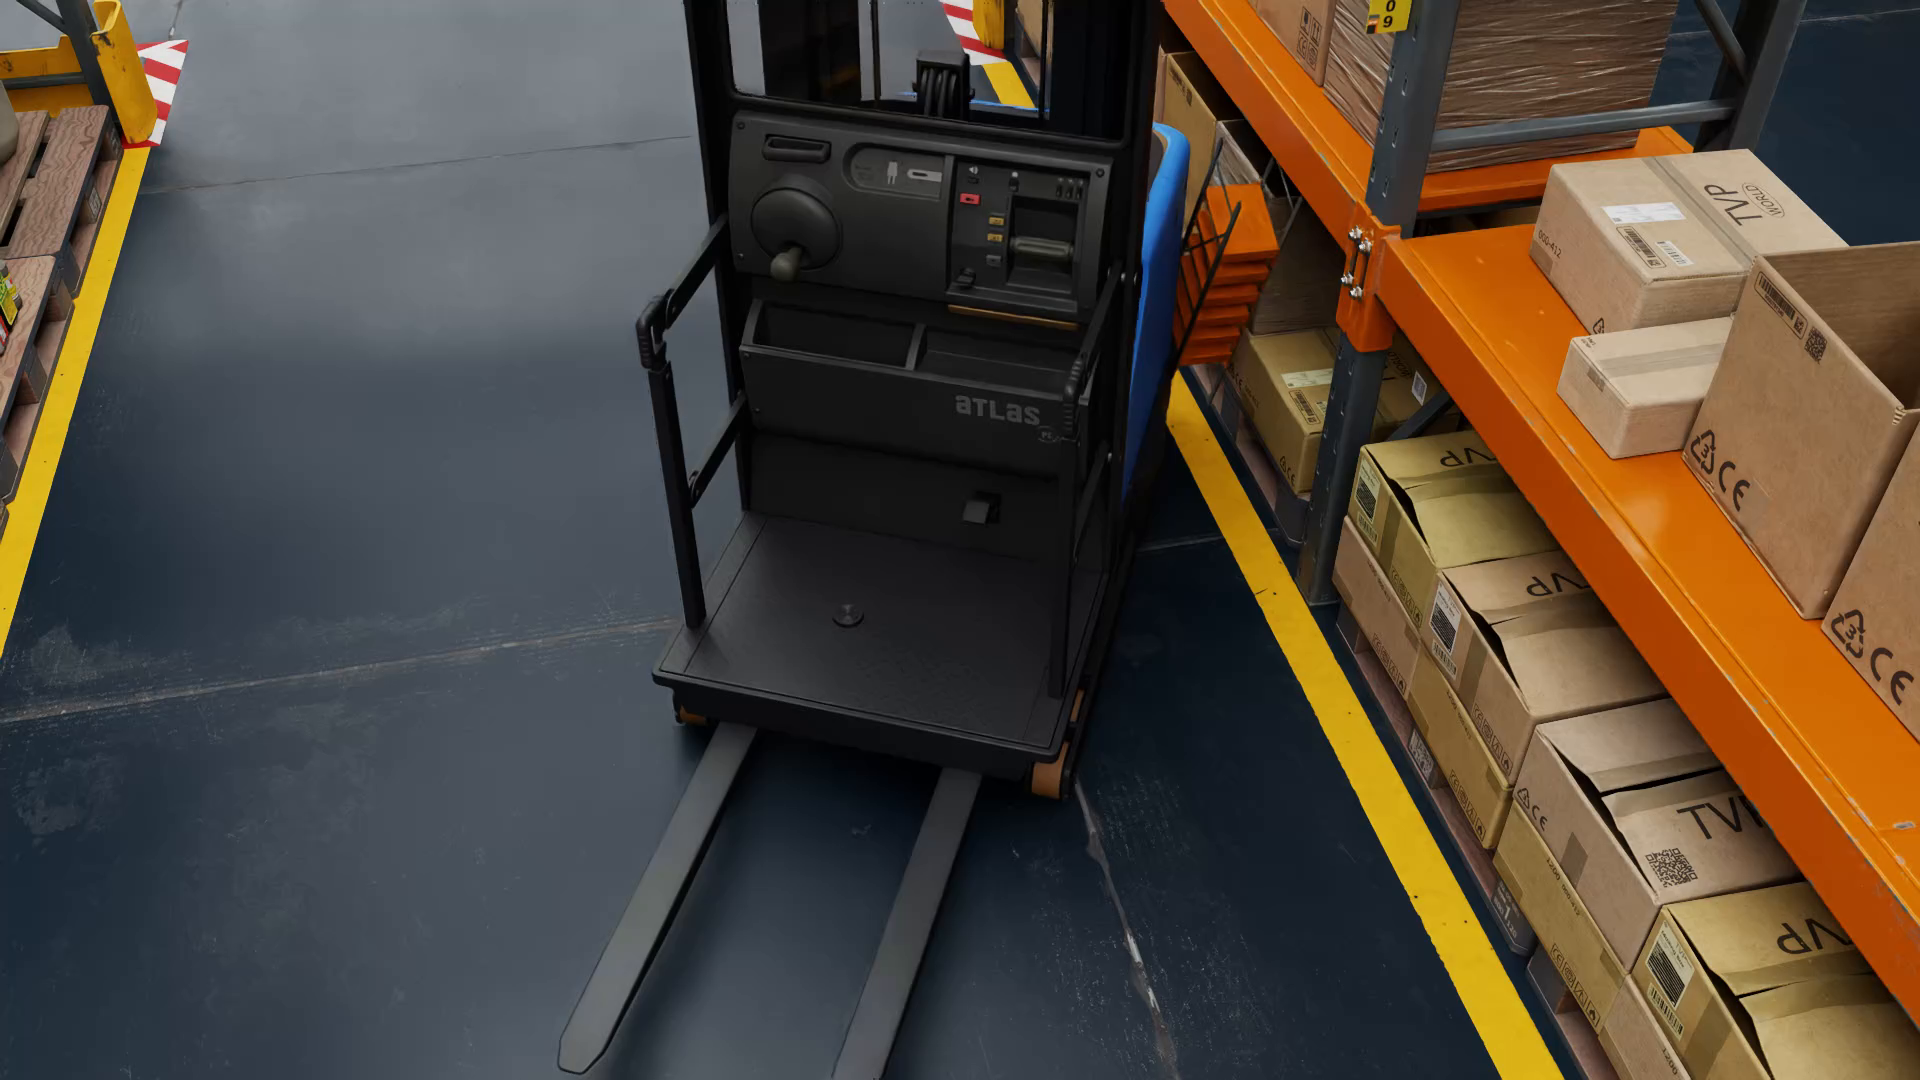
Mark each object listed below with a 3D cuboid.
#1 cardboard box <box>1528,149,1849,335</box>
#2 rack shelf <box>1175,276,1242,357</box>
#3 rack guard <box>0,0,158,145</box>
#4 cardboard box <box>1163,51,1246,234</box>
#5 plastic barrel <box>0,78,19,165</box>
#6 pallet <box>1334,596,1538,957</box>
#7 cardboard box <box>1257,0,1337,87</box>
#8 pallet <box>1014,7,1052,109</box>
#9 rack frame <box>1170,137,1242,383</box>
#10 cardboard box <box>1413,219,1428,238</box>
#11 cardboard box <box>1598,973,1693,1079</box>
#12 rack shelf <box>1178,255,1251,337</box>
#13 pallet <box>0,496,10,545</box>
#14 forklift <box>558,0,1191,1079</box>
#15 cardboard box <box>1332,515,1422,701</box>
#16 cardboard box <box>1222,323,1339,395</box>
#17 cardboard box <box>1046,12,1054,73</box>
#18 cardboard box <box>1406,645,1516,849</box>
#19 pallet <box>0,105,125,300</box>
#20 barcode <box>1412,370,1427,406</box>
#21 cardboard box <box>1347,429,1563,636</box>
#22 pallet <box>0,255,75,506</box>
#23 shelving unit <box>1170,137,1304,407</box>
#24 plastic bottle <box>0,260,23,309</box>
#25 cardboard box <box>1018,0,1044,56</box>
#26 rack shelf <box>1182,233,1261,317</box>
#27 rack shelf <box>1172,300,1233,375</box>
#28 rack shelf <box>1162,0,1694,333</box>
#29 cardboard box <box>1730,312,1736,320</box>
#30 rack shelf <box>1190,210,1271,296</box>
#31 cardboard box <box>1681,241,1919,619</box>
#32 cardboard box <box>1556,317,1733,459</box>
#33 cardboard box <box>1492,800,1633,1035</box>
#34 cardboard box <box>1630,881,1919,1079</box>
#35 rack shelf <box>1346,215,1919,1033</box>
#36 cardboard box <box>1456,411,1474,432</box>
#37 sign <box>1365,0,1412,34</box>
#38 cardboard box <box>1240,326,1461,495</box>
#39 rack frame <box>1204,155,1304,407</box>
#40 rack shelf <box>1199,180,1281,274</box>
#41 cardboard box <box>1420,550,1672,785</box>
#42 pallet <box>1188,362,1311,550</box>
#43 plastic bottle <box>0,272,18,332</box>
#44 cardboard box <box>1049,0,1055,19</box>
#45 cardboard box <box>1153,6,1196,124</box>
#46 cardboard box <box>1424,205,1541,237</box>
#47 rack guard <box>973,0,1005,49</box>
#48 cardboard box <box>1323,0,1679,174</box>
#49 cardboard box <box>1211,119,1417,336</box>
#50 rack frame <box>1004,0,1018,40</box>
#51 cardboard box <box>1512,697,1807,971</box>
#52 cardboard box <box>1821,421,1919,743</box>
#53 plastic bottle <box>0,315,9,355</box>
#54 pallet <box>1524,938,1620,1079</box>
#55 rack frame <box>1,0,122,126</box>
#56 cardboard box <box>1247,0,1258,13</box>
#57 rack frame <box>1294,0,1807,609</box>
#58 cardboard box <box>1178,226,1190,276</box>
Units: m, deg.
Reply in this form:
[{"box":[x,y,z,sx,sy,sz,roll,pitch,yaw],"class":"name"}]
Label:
[{"box":[1.676,-0.656,3.842,0.500,0.250,0.500,-6,42,-7],"class":"cardboard box"},{"box":[0.788,-0.736,5.396,0.180,0.103,0.258,-7,67,-8],"class":"rack shelf"},{"box":[-4.111,-1.933,7.051,1.175,0.500,0.348,-8,42,-9],"class":"rack guard"},{"box":[1.005,-1.353,5.704,0.500,0.500,0.500,-8,42,-9],"class":"cardboard box"},{"box":[-3.957,-1.721,6.487,0.421,0.512,0.421,0,42,0],"class":"plastic barrel"},{"box":[1.724,0.490,4.539,1.003,0.211,1.213,-8,42,-9],"class":"pallet"},{"box":[1.305,-1.690,4.819,0.700,0.500,0.500,-9,42,-10],"class":"cardboard box"},{"box":[0.870,-2.085,7.440,1.003,0.211,1.213,-8,42,-9],"class":"pallet"},{"box":[0.712,-0.793,5.233,0.006,1.200,0.240,-7,67,-8],"class":"rack frame"},{"box":[1.617,-1.103,5.423,0.500,0.500,0.500,-8,42,-9],"class":"cardboard box"},{"box":[1.705,1.140,3.461,0.500,0.250,0.500,-8,42,-8],"class":"cardboard box"},{"box":[0.798,-0.786,5.287,0.180,0.103,0.258,-7,67,-8],"class":"rack shelf"},{"box":[-3.415,0.284,4.771,1.003,0.211,1.213,-8,42,-9],"class":"pallet"},{"box":[-0.162,-0.693,3.823,1.130,2.935,3.031,10,43,11],"class":"forklift"},{"box":[1.372,0.143,4.584,0.500,0.250,0.500,-9,42,-10],"class":"cardboard box"},{"box":[1.115,-0.748,5.589,0.500,0.250,0.500,-8,42,-9],"class":"cardboard box"},{"box":[0.674,-2.043,7.047,0.500,0.250,0.500,-8,42,-9],"class":"cardboard box"},{"box":[1.481,0.475,4.210,0.500,0.250,0.500,-7,42,-8],"class":"cardboard box"},{"box":[-3.941,-1.298,6.553,1.003,0.211,1.213,-8,42,-9],"class":"pallet"},{"box":[1.176,-0.389,4.257,0.001,0.075,0.075,-8,42,-9],"class":"barcode"},{"box":[1.373,-0.060,4.390,0.500,0.311,0.500,-8,42,-9],"class":"cardboard box"},{"box":[-3.681,-0.508,5.664,1.003,0.211,1.213,-8,42,-9],"class":"pallet"},{"box":[0.802,-0.804,5.246,0.189,1.200,0.258,-7,67,-8],"class":"shelving unit"},{"box":[-3.349,-0.901,5.782,0.097,0.201,0.097,0,42,0],"class":"plastic bottle"},{"box":[0.562,-2.367,7.412,0.500,0.250,0.500,-8,42,-9],"class":"cardboard box"},{"box":[0.809,-0.835,5.178,0.180,0.103,0.258,-7,67,-8],"class":"rack shelf"},{"box":[0.778,-0.687,5.504,0.180,0.103,0.258,-7,67,-8],"class":"rack shelf"},{"box":[1.095,-2.052,5.844,1.077,0.370,4.000,-8,42,-9],"class":"rack shelf"},{"box":[1.896,-0.431,3.577,0.396,0.266,0.258,-9,42,-10],"class":"cardboard box"},{"box":[0.819,-0.885,5.069,0.180,0.103,0.258,-7,67,-8],"class":"rack shelf"},{"box":[1.791,-0.221,3.164,0.500,0.500,0.500,-6,42,-6],"class":"cardboard box"},{"box":[1.519,-0.327,3.548,0.380,0.149,0.250,-8,42,-9],"class":"cardboard box"},{"box":[1.596,0.810,3.833,0.500,0.250,0.500,-10,42,-11],"class":"cardboard box"},{"box":[1.706,0.937,3.268,0.500,0.311,0.500,-7,42,-8],"class":"cardboard box"},{"box":[1.959,0.541,2.923,1.077,0.370,4.000,-8,42,-9],"class":"rack shelf"},{"box":[1.723,-0.498,5.306,0.500,0.250,0.500,-8,42,-9],"class":"cardboard box"},{"box":[0.985,-1.298,3.741,0.100,0.325,0.005,-8,42,-9],"class":"sign"},{"box":[1.214,-0.423,5.222,0.500,0.250,0.500,-8,42,-9],"class":"cardboard box"},{"box":[0.892,-0.815,5.260,0.006,1.200,0.240,-7,67,-8],"class":"rack frame"},{"box":[0.829,-0.934,4.960,0.180,0.103,0.258,-7,67,-8],"class":"rack shelf"},{"box":[1.476,0.265,4.024,0.500,0.311,0.500,-9,42,-10],"class":"cardboard box"},{"box":[1.396,-0.504,5.658,1.003,0.211,1.213,-8,42,-9],"class":"pallet"},{"box":[-3.306,-0.858,5.672,0.061,0.283,0.133,-7,42,-8],"class":"plastic bottle"},{"box":[0.672,-2.324,6.798,0.500,0.500,0.500,-8,42,-9],"class":"cardboard box"},{"box":[0.883,-1.675,6.067,0.500,0.500,0.500,-8,42,-9],"class":"cardboard box"},{"box":[1.733,-0.780,5.059,0.500,0.500,0.500,-8,42,-9],"class":"cardboard box"},{"box":[0.658,-2.699,7.913,1.175,0.500,0.348,-8,42,-9],"class":"rack guard"},{"box":[1.425,-1.349,4.435,0.700,0.500,0.500,-9,42,-10],"class":"cardboard box"},{"box":[1.117,-1.029,5.340,0.500,0.500,0.500,-8,42,-9],"class":"cardboard box"},{"box":[0.664,-3.618,7.066,1.000,3.000,0.127,-8,42,-9],"class":"rack frame"},{"box":[1.589,0.601,3.646,0.500,0.311,0.500,-10,43,-11],"class":"cardboard box"},{"box":[1.899,0.104,2.798,0.500,0.500,0.500,-8,42,-9],"class":"cardboard box"},{"box":[-3.322,-0.761,5.569,0.152,0.276,0.135,-8,42,-9],"class":"plastic bottle"},{"box":[1.991,1.282,3.646,1.003,0.211,1.213,-8,42,-9],"class":"pallet"},{"box":[-4.174,-2.910,6.269,1.000,3.000,0.127,-8,42,-9],"class":"rack frame"},{"box":[1.200,-2.016,5.186,0.700,0.500,0.500,-8,42,-9],"class":"cardboard box"},{"box":[1.527,-1.025,4.145,1.000,3.000,0.127,-8,42,-9],"class":"rack frame"},{"box":[0.993,-1.070,5.951,0.500,0.250,0.500,-8,42,-9],"class":"cardboard box"}]
